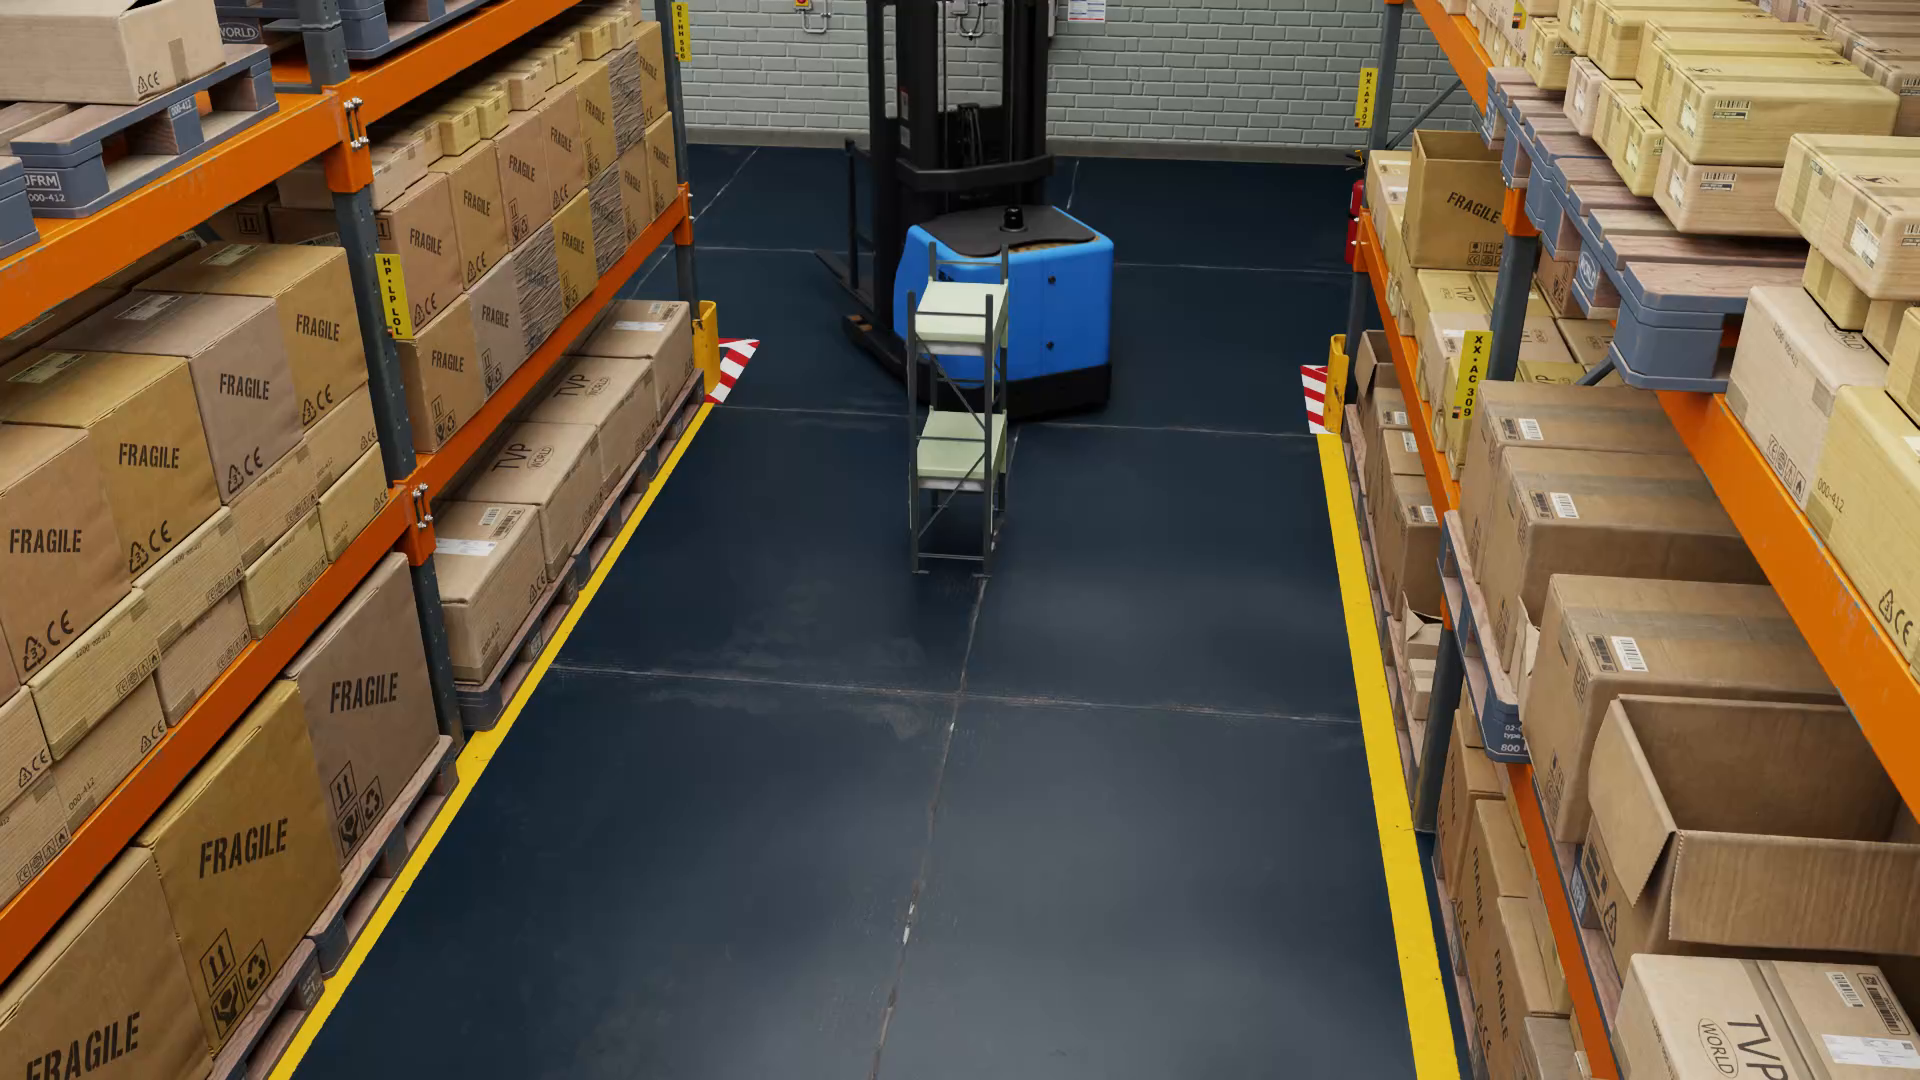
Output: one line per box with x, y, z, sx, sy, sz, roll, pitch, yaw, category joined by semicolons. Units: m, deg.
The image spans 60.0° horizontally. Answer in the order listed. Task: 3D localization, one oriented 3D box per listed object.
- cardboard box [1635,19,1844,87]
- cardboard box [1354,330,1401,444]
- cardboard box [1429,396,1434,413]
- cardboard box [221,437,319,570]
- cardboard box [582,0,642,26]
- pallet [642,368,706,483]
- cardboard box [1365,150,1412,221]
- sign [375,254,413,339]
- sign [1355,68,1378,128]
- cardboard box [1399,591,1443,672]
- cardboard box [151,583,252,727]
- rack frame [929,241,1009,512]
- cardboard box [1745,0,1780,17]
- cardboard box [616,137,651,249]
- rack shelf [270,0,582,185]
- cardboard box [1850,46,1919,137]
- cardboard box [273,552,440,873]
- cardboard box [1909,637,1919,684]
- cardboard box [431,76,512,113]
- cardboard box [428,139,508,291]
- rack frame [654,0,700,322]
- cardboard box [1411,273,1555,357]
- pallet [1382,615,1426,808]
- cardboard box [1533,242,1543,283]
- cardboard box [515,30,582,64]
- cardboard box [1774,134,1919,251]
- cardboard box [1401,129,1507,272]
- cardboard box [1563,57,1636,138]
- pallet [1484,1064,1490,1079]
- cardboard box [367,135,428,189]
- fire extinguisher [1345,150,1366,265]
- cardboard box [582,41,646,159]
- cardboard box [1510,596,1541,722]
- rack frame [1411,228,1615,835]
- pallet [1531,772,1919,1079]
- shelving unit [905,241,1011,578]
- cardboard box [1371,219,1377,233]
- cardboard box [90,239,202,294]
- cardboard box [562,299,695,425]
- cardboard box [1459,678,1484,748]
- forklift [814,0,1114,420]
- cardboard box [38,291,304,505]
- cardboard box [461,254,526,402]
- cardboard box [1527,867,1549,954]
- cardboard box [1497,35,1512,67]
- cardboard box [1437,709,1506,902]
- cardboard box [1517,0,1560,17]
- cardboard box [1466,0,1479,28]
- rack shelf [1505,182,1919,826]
1.821;-1.119;3.905;0.380;0.149;0.250;4;29;7;cardboard box
2.627;-0.844;9.343;0.797;0.503;0.637;2;28;4;cardboard box
2.172;-0.581;6.931;0.380;0.149;0.250;4;29;8;cardboard box
-2.487;-0.141;5.480;0.500;0.250;0.500;4;29;7;cardboard box
-1.975;-2.916;9.157;0.380;0.149;0.250;4;29;7;cardboard box
-2.151;-0.718;9.861;1.003;0.211;1.213;3;28;6;pallet
2.474;-1.907;8.972;0.500;0.250;0.500;4;29;6;cardboard box
-2.081;-0.892;6.106;0.100;0.325;0.005;3;28;6;sign
2.258;-2.453;9.228;0.100;0.325;0.005;3;28;6;sign
2.127;0.414;7.259;0.396;0.266;0.258;4;29;8;cardboard box
-2.569;0.324;5.145;0.500;0.250;0.500;3;28;5;cardboard box
0.044;-0.829;8.708;0.400;1.500;0.023;3;28;6;rack frame
2.376;-1.457;4.533;0.380;0.149;0.250;3;29;6;cardboard box
-2.003;-1.893;8.996;0.500;0.500;0.500;3;28;5;cardboard box
-2.375;-2.389;7.618;1.077;0.370;4.000;3;28;6;rack shelf
2.176;-0.974;3.636;0.380;0.149;0.250;4;29;7;cardboard box
-2.617;0.603;6.266;0.875;0.875;0.875;4;29;8;cardboard box
1.638;0.215;2.183;0.500;0.250;0.500;2;28;5;cardboard box
-2.217;-1.952;7.366;0.380;0.149;0.250;3;28;6;cardboard box
-2.254;-1.376;6.982;0.500;0.500;0.500;3;28;6;cardboard box
-2.130;-2.327;9.907;1.000;3.000;0.127;3;28;6;rack frame
2.248;-0.947;7.190;0.500;0.250;0.500;3;28;6;cardboard box
2.391;0.747;7.141;1.003;0.211;1.213;3;28;6;pallet
2.809;-1.152;7.570;0.500;0.250;0.500;3;28;6;cardboard box
-2.105;-2.434;8.261;0.380;0.149;0.250;3;28;6;cardboard box
1.724;-0.625;3.010;0.380;0.149;0.250;3;29;6;cardboard box
2.290;-1.531;7.484;0.500;0.500;0.500;4;29;7;cardboard box
1.759;-1.120;4.220;0.380;0.149;0.250;4;29;7;cardboard box
2.097;2.031;4.757;1.003;0.211;1.213;3;28;6;pallet
-2.309;-1.469;6.471;0.380;0.149;0.250;4;29;7;cardboard box
2.356;-1.938;9.660;0.296;0.674;0.183;3;28;6;fire extinguisher
-1.988;-2.323;8.739;0.500;0.500;0.500;3;29;6;cardboard box
1.755;0.348;4.639;0.396;0.266;0.258;5;29;9;cardboard box
2.306;-0.157;5.880;1.000;3.000;0.127;3;28;6;rack frame
2.050;0.894;4.130;1.003;0.211;1.213;3;28;6;pallet
-0.001;-0.657;8.388;0.431;1.500;0.755;3;28;6;shelving unit
2.484;-1.791;9.177;0.380;0.149;0.250;3;28;6;cardboard box
-2.960;-0.738;5.798;0.500;0.500;0.500;4;29;7;cardboard box
-2.112;-1.067;9.827;0.875;0.438;0.875;2;28;4;cardboard box
1.998;0.626;5.934;0.380;0.149;0.250;5;29;9;cardboard box
-0.145;-2.642;10.564;1.130;2.935;3.031;-12;31;-21;forklift
-2.482;-0.459;5.281;0.500;0.500;0.500;4;29;7;cardboard box
-2.237;-0.930;7.209;0.500;0.500;0.500;4;29;7;cardboard box
1.933;1.128;5.003;0.380;0.149;0.250;3;28;6;cardboard box
2.090;-1.669;5.787;0.380;0.149;0.250;3;28;6;cardboard box
2.024;0.973;5.975;0.500;0.500;0.500;5;29;8;cardboard box
1.835;-1.612;4.820;0.380;0.149;0.250;4;29;8;cardboard box
2.253;-2.153;6.686;0.380;0.149;0.250;4;29;7;cardboard box
2.061;-0.220;3.591;1.077;0.370;4.000;3;28;6;rack shelf
